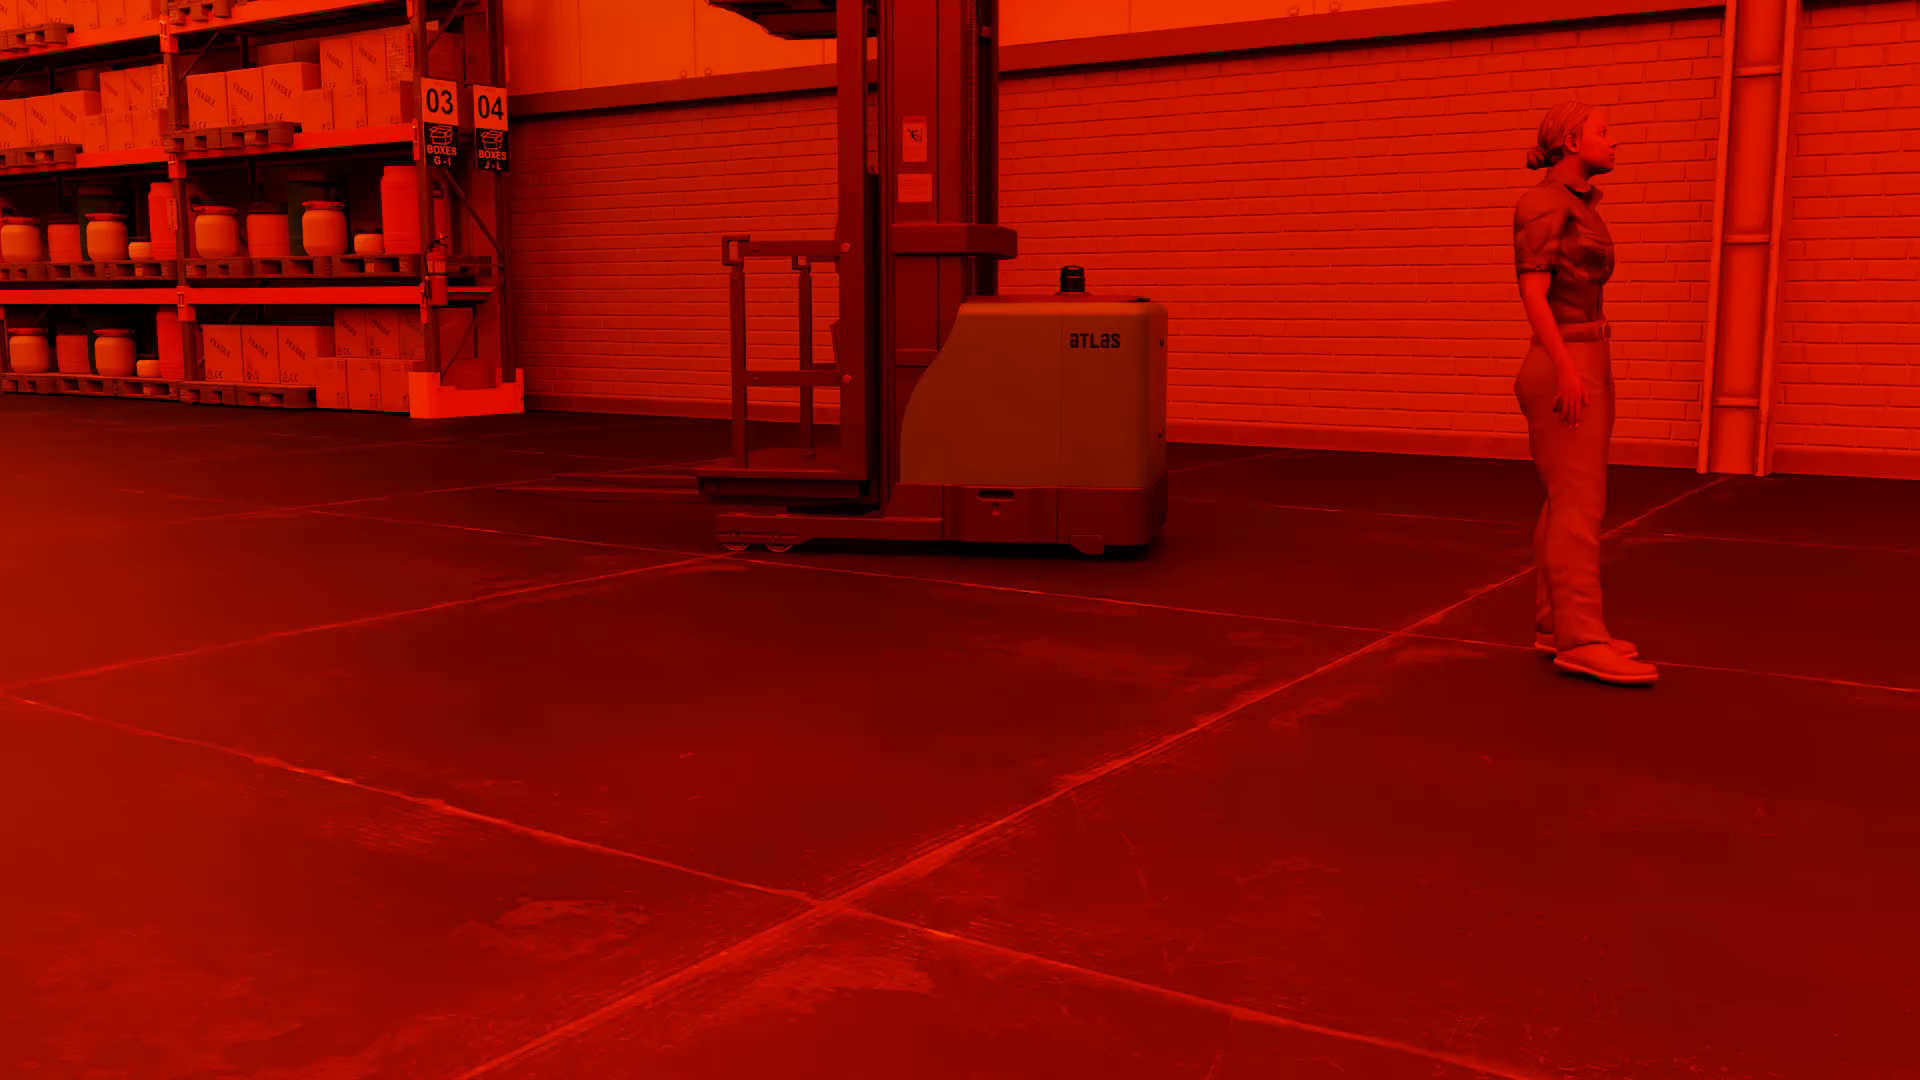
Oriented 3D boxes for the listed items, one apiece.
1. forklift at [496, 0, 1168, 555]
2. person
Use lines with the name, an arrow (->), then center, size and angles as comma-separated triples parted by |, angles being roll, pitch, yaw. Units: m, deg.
forklift -> -0.596, -1.469, 7.520 | 3.031, 2.935, 1.130 | 2, 8, 12
person -> 1.875, -0.456, 4.887 | 0.504, 1.654, 0.570 | 5, 10, 32
